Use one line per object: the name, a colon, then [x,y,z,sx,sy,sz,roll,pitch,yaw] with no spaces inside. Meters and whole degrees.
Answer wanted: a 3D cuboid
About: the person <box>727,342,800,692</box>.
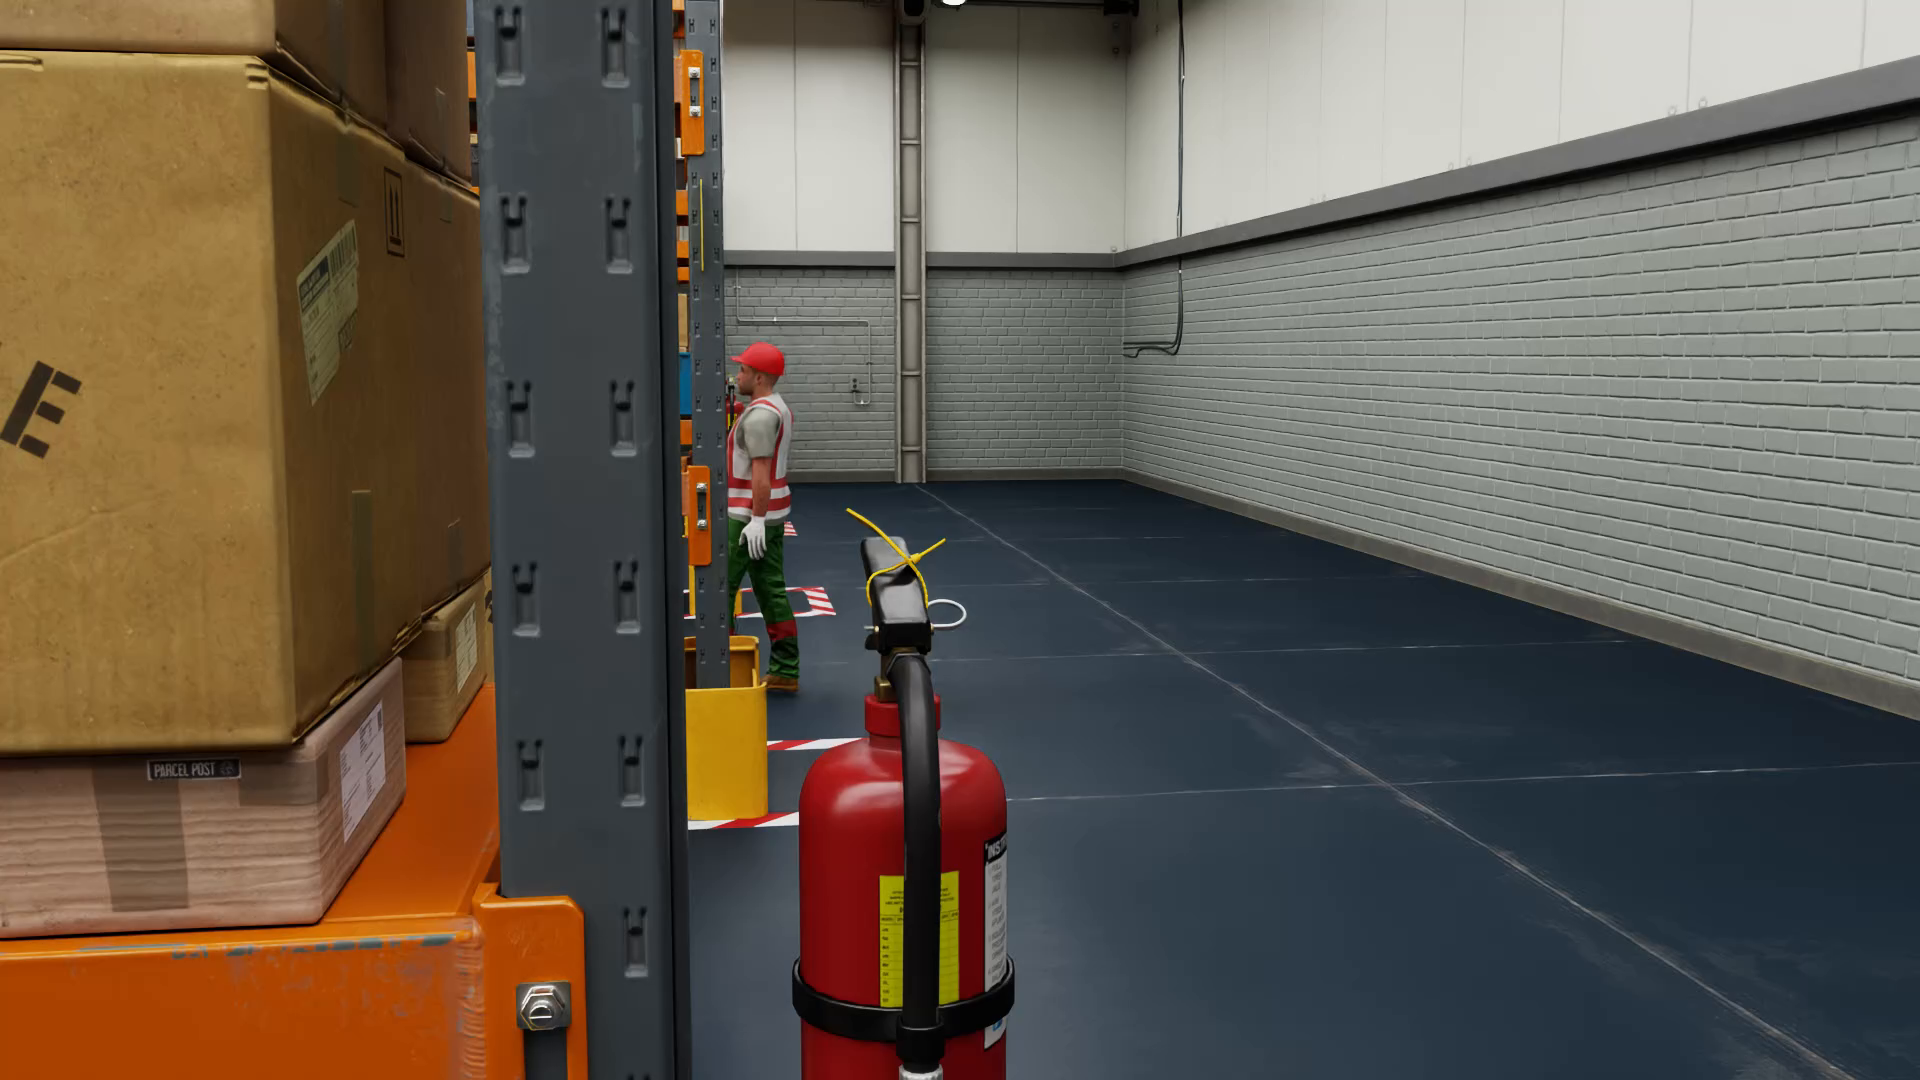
person: [-1.159,-0.108,8.436,0.664,1.781,0.555,1,6,9]
